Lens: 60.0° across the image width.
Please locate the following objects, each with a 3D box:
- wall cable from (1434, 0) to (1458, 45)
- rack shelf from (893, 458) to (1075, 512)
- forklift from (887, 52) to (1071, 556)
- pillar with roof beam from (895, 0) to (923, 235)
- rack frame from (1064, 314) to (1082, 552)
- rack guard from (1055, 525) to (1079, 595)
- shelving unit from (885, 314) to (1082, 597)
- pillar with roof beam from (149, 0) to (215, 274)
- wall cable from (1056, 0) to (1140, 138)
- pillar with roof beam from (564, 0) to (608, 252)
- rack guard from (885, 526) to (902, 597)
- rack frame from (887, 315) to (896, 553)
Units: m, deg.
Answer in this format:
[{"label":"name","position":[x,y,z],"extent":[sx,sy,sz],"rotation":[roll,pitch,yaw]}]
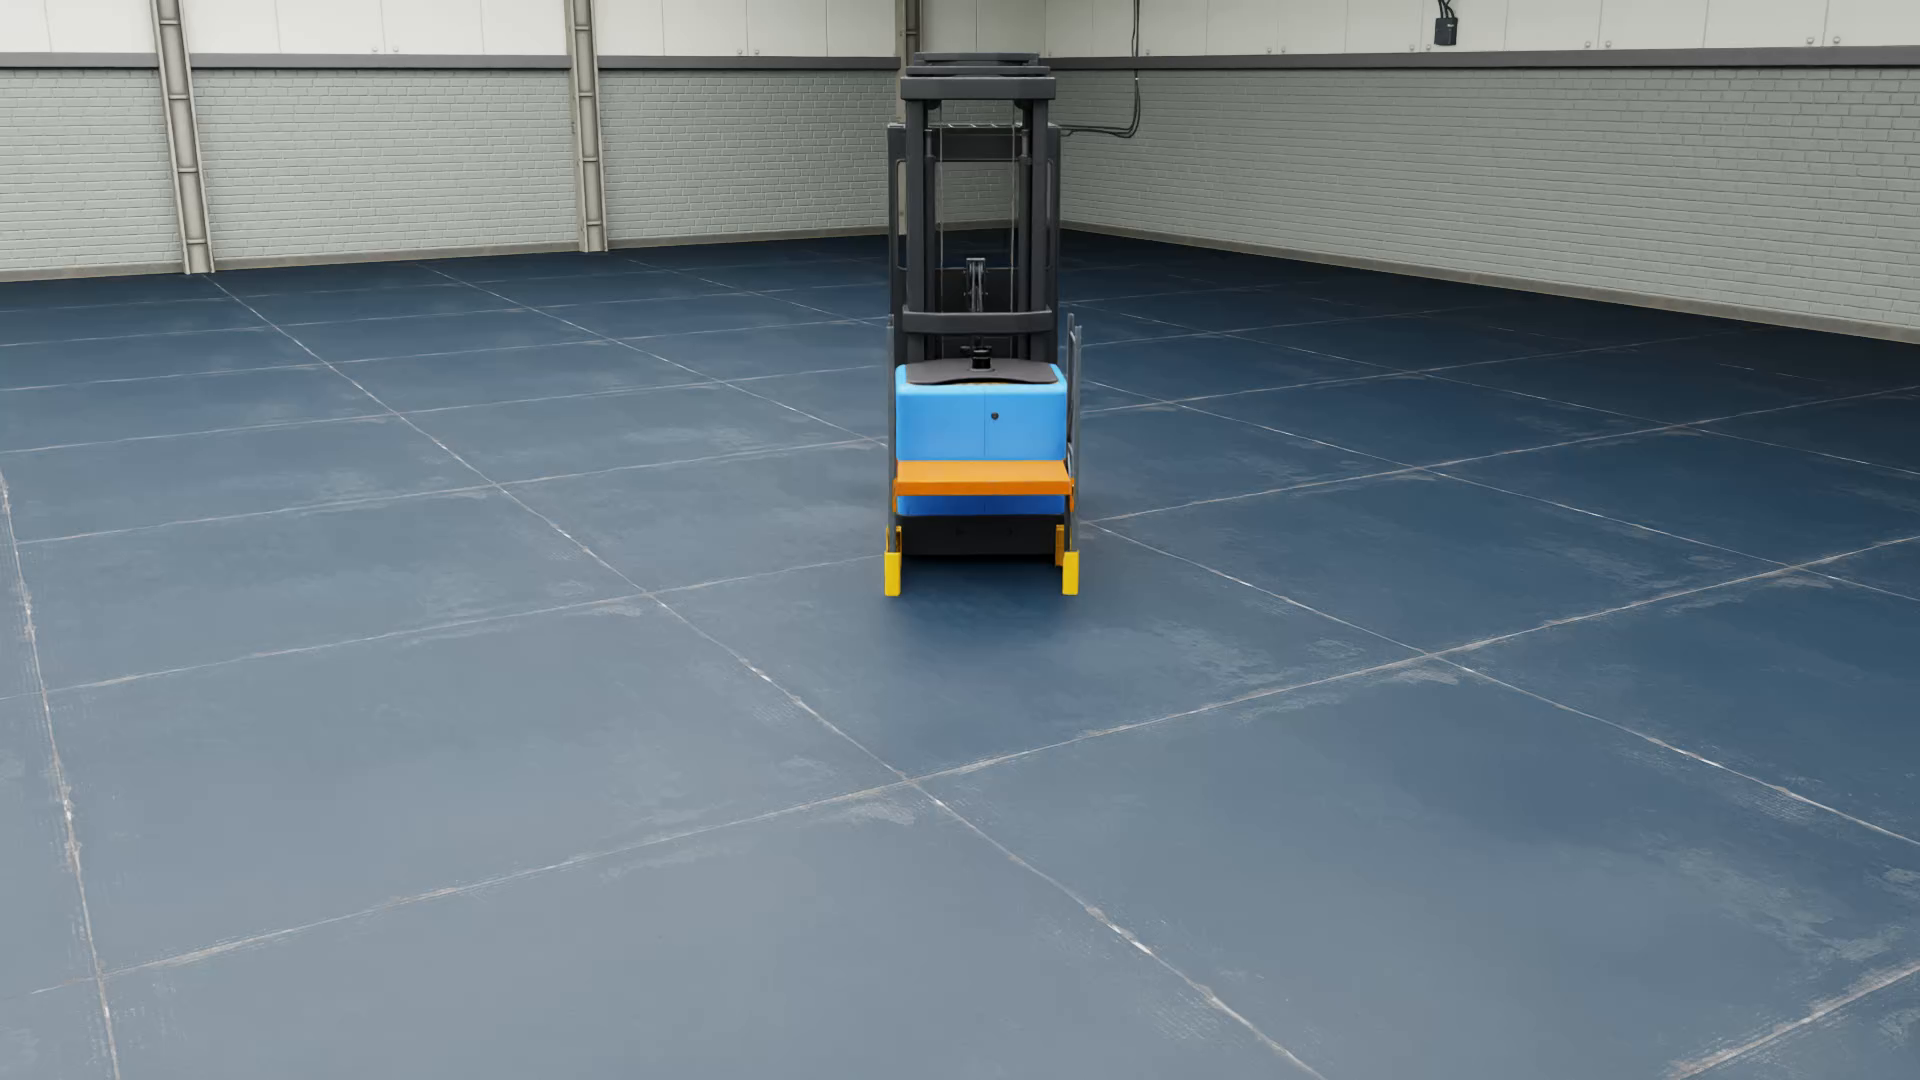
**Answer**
[{"label":"wall cable","position":[7.178,-9.481,21.261],"extent":[0.169,6.003,2.305],"rotation":[-9,18,-30]},{"label":"rack shelf","position":[0.125,-0.315,9.420],"extent":[1.000,0.185,0.538],"rotation":[0,16,-1]},{"label":"forklift","position":[0.078,-1.663,10.912],"extent":[1.130,2.935,3.031],"rotation":[-1,16,-2]},{"label":"pillar with roof beam","position":[1.314,-8.943,25.641],"extent":[0.400,9.000,9.100],"rotation":[-9,18,-30]},{"label":"rack frame","position":[0.633,-0.491,9.384],"extent":[0.032,1.500,0.500],"rotation":[0,16,-1]},{"label":"rack guard","position":[0.614,0.111,9.552],"extent":[0.087,0.250,0.587],"rotation":[0,16,-1]},{"label":"shelving unit","position":[0.116,-0.488,9.371],"extent":[1.083,1.500,0.587],"rotation":[0,16,-1]},{"label":"pillar with roof beam","position":[-8.973,-7.275,19.690],"extent":[0.400,9.000,9.100],"rotation":[-9,18,-30]},{"label":"wall cable","position":[2.303,-8.547,29.983],"extent":[0.112,2.526,3.097],"rotation":[-9,18,-30]},{"label":"pillar with roof beam","position":[-3.829,-8.109,22.665],"extent":[0.400,9.000,9.100],"rotation":[-9,18,-30]},{"label":"rack guard","position":[-0.382,0.117,9.529],"extent":[0.087,0.250,0.587],"rotation":[0,16,-1]},{"label":"rack frame","position":[-0.383,-0.485,9.360],"extent":[0.032,1.500,0.500],"rotation":[0,16,-1]}]
